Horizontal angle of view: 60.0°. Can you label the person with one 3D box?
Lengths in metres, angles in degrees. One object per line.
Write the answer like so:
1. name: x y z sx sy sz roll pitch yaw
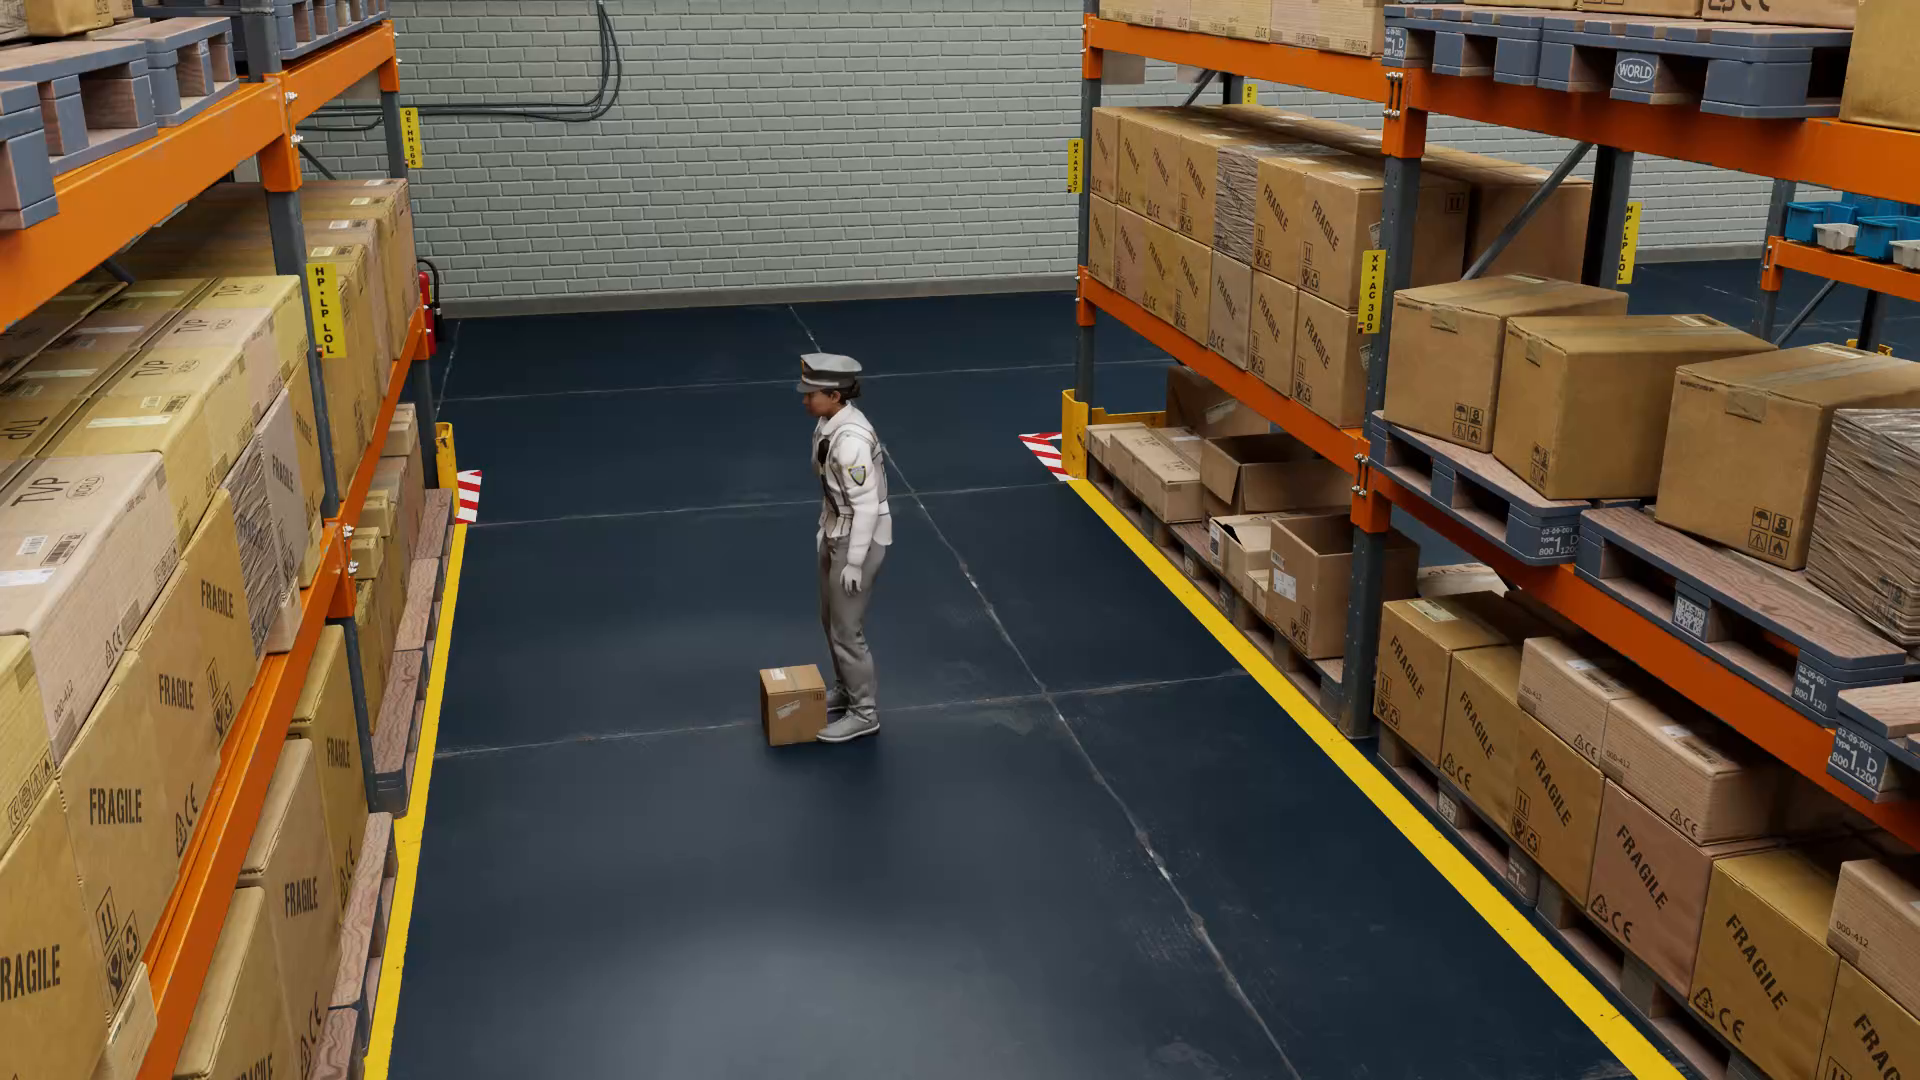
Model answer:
1. person: -0.483 0.027 6.989 0.376 1.664 0.546 -6 21 -16
